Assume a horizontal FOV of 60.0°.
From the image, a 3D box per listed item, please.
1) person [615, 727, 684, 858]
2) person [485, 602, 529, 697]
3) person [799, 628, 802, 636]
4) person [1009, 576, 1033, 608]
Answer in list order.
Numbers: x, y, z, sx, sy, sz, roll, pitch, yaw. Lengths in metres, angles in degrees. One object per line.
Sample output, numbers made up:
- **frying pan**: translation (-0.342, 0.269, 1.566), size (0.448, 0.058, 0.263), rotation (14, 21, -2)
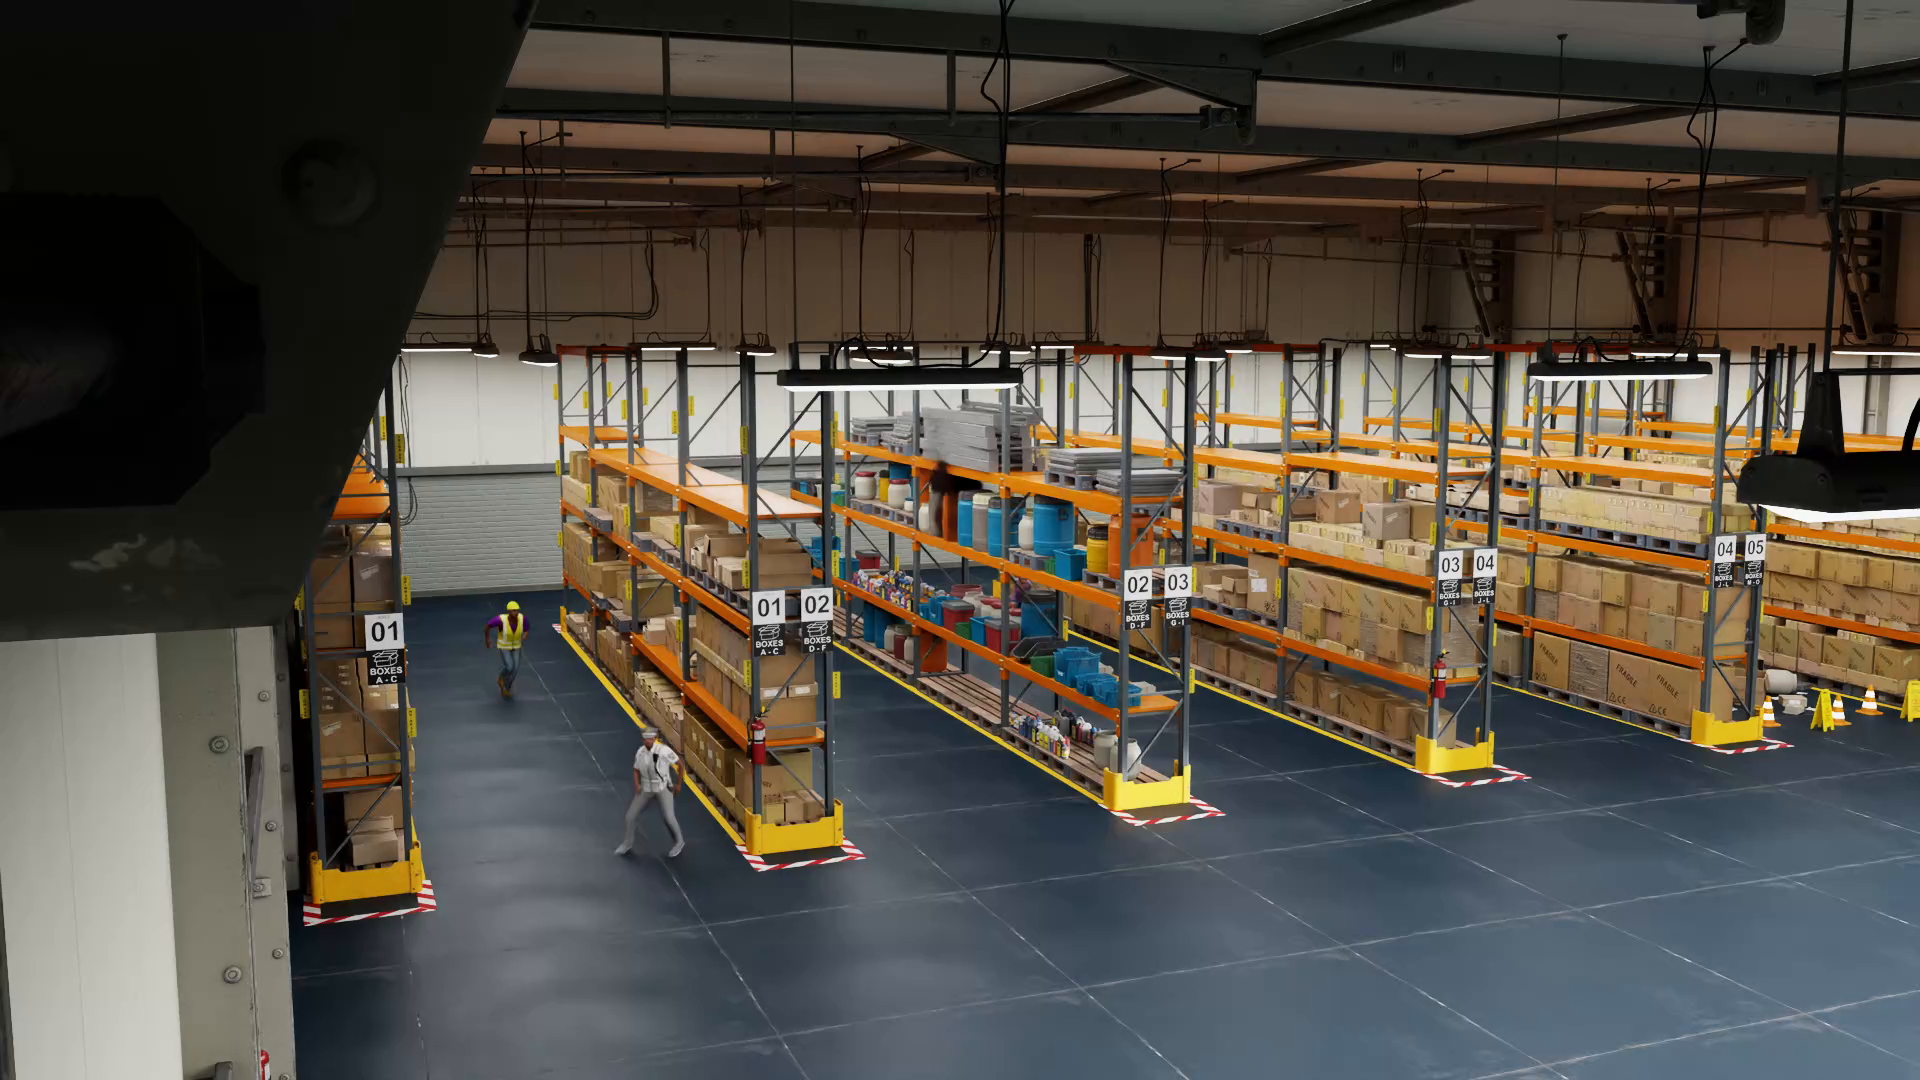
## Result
- **person**: translation (-3.770, 3.016, 19.999), size (0.831, 1.613, 0.528), rotation (2, 8, 17)
- **person**: translation (-7.726, 1.883, 28.560), size (0.699, 1.680, 0.711), rotation (-6, 9, -39)
- **person**: translation (-2.921, 1.567, 31.865), size (0.611, 1.572, 0.984), rotation (-1, 7, -9)
- **person**: translation (1.243, 1.292, 34.388), size (0.546, 1.390, 1.043), rotation (0, 7, -2)
